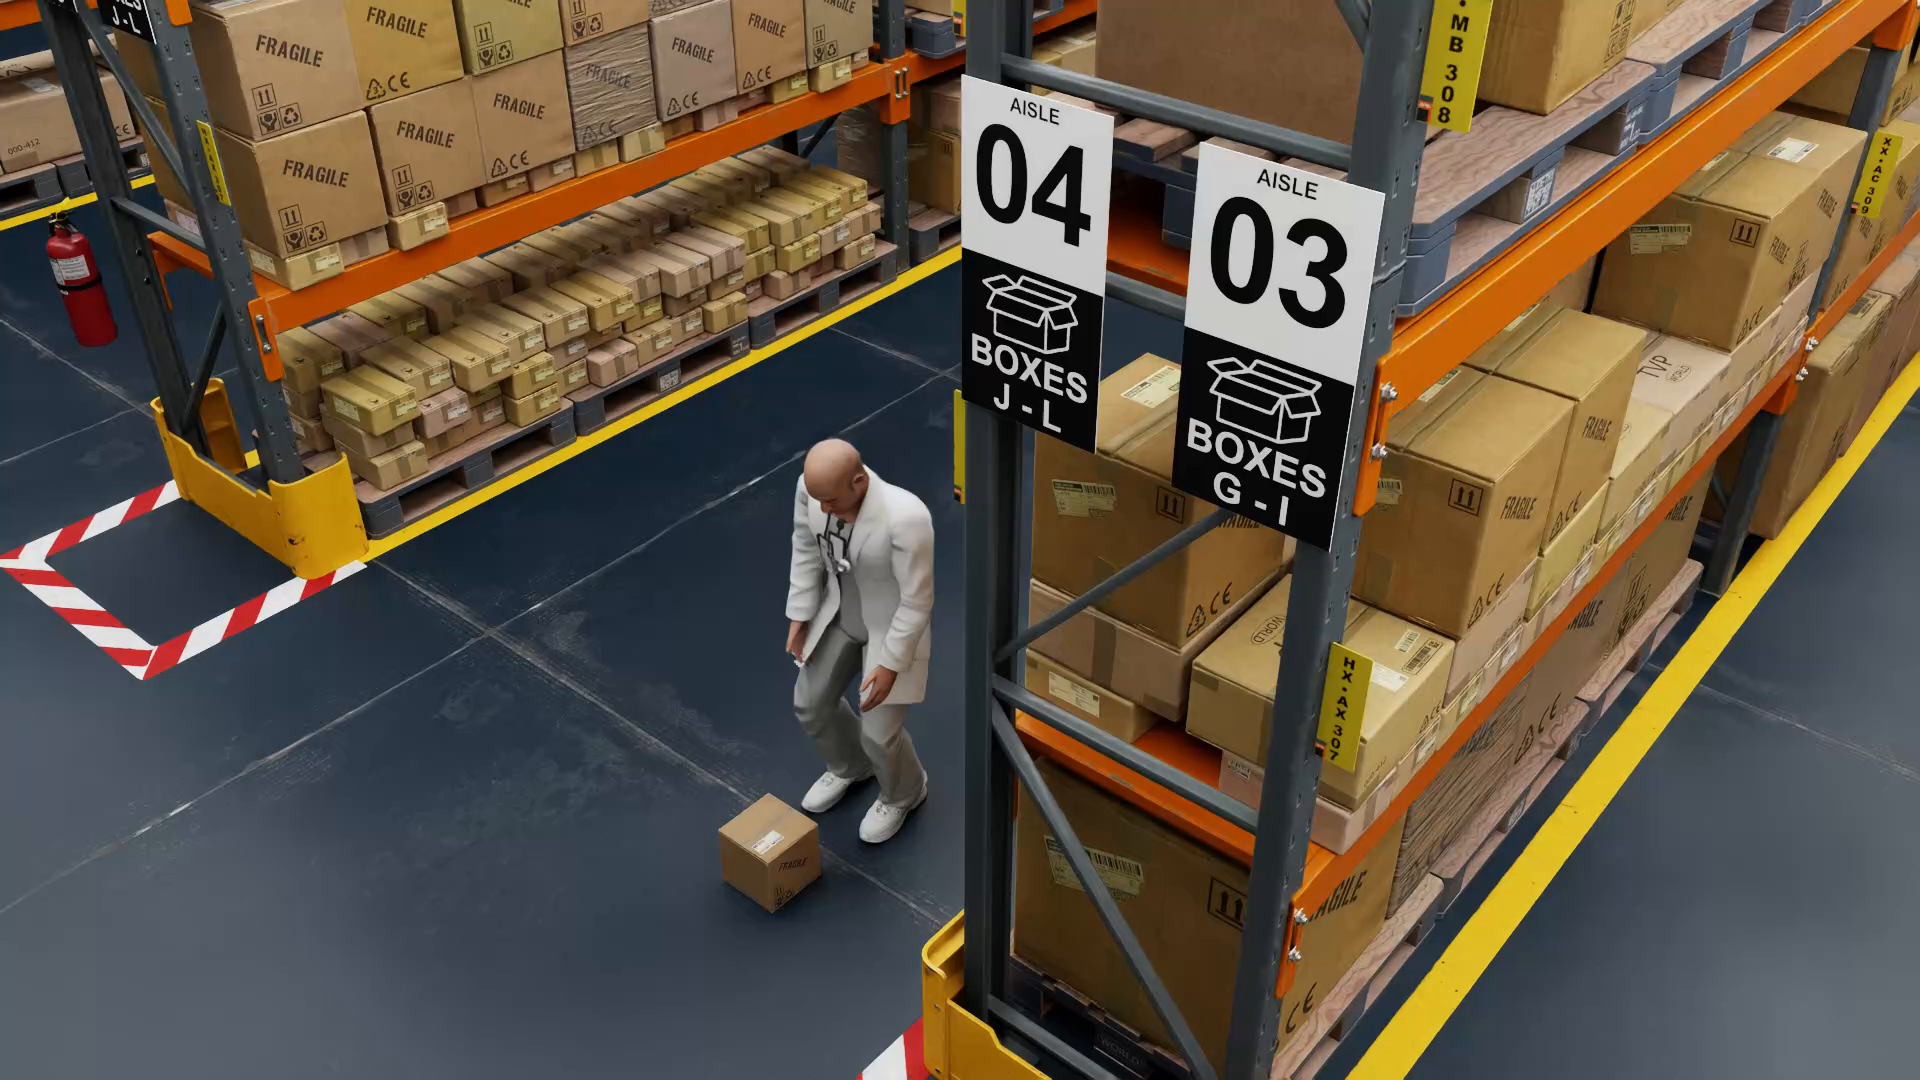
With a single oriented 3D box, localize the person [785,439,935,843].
[{"bbox_3d":[-0.325,0.318,5.799,0.607,1.672,0.503,25,42,32],"label":"person"}]
